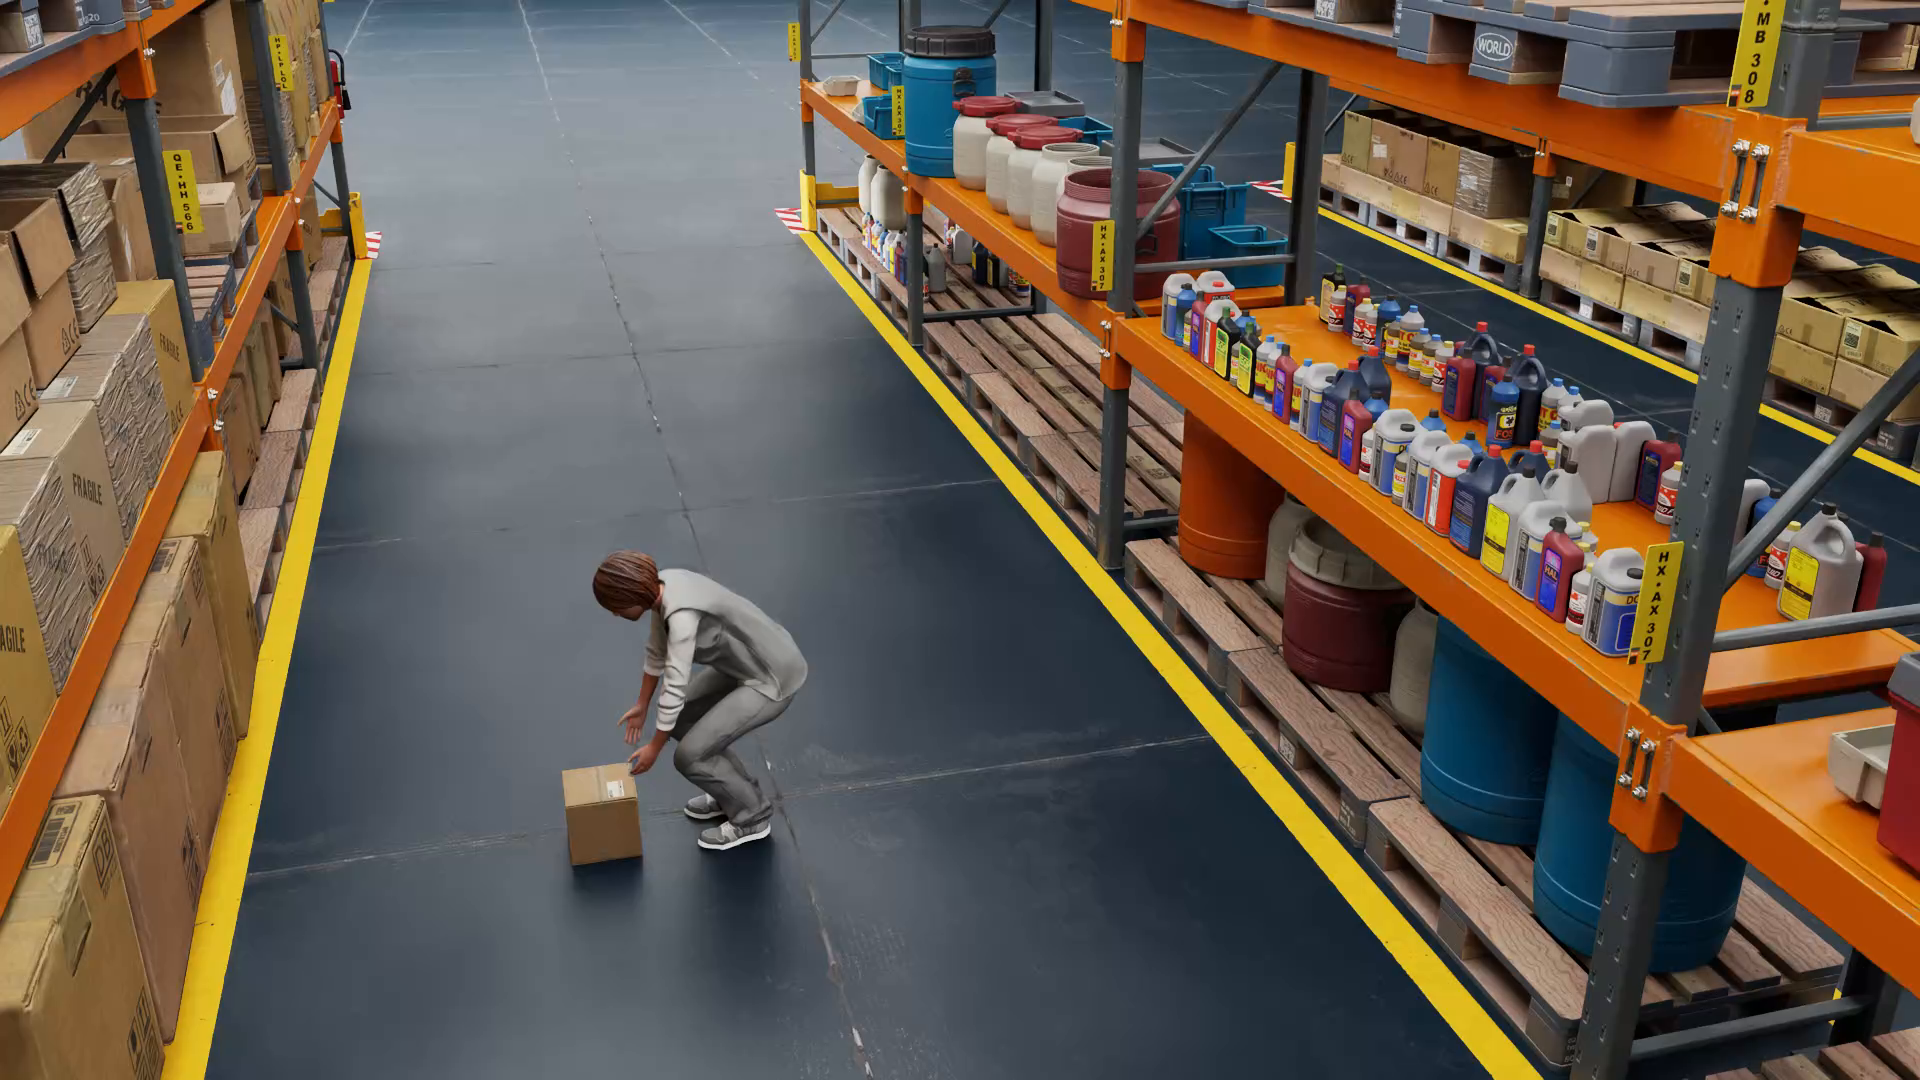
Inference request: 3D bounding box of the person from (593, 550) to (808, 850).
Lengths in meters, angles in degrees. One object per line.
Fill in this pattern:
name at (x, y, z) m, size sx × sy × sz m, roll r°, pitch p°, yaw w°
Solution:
person at (-0.894, 0.595, 5.918) m, size 0.725 × 1.054 × 0.461 m, roll -6°, pitch 24°, yaw -14°
